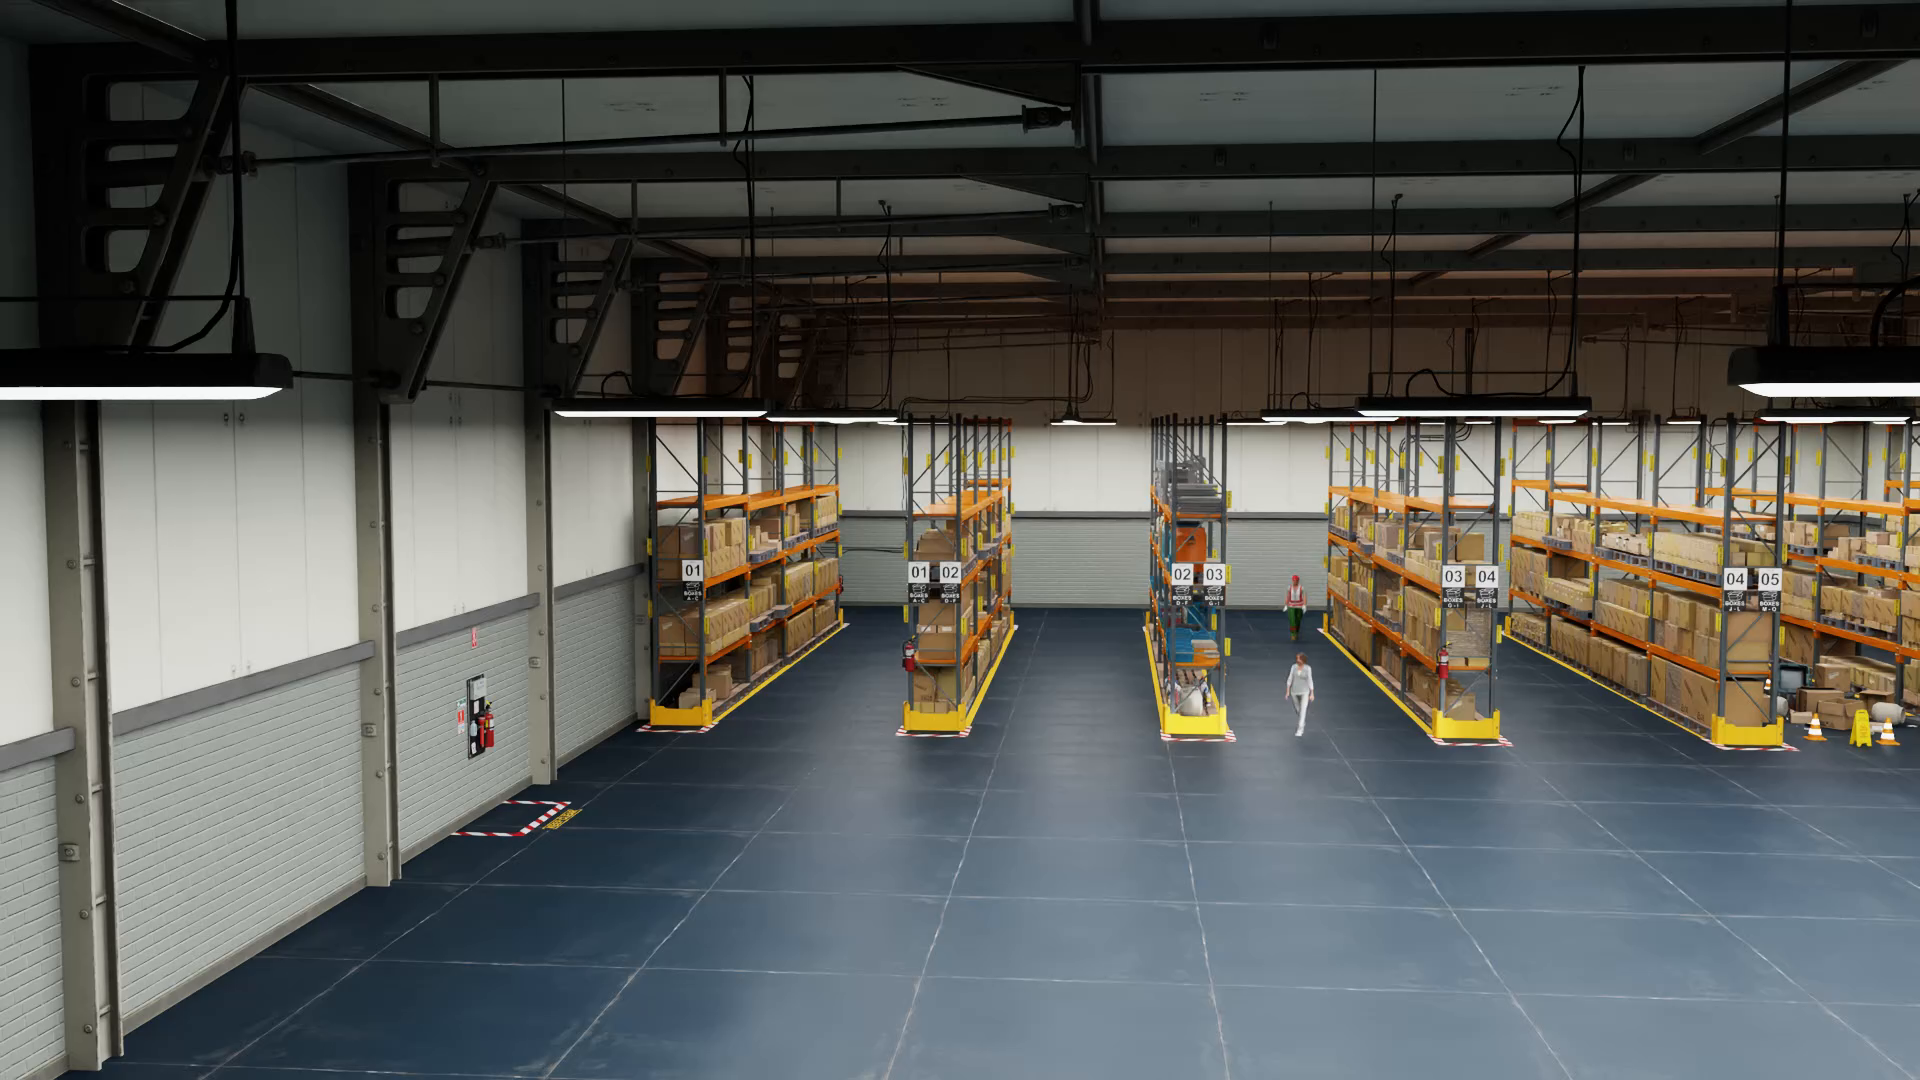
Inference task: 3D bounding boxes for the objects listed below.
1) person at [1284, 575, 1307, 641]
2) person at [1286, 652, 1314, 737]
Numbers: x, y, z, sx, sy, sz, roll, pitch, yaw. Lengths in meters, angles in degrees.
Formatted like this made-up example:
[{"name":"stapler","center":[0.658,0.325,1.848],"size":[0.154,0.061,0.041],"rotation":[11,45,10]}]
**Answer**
[{"name":"person","center":[9.045,1.812,44.797],"size":[0.584,1.724,1.034],"rotation":[0,4,6]},{"name":"person","center":[6.265,2.858,30.817],"size":[0.448,1.549,0.950],"rotation":[2,4,31]}]
